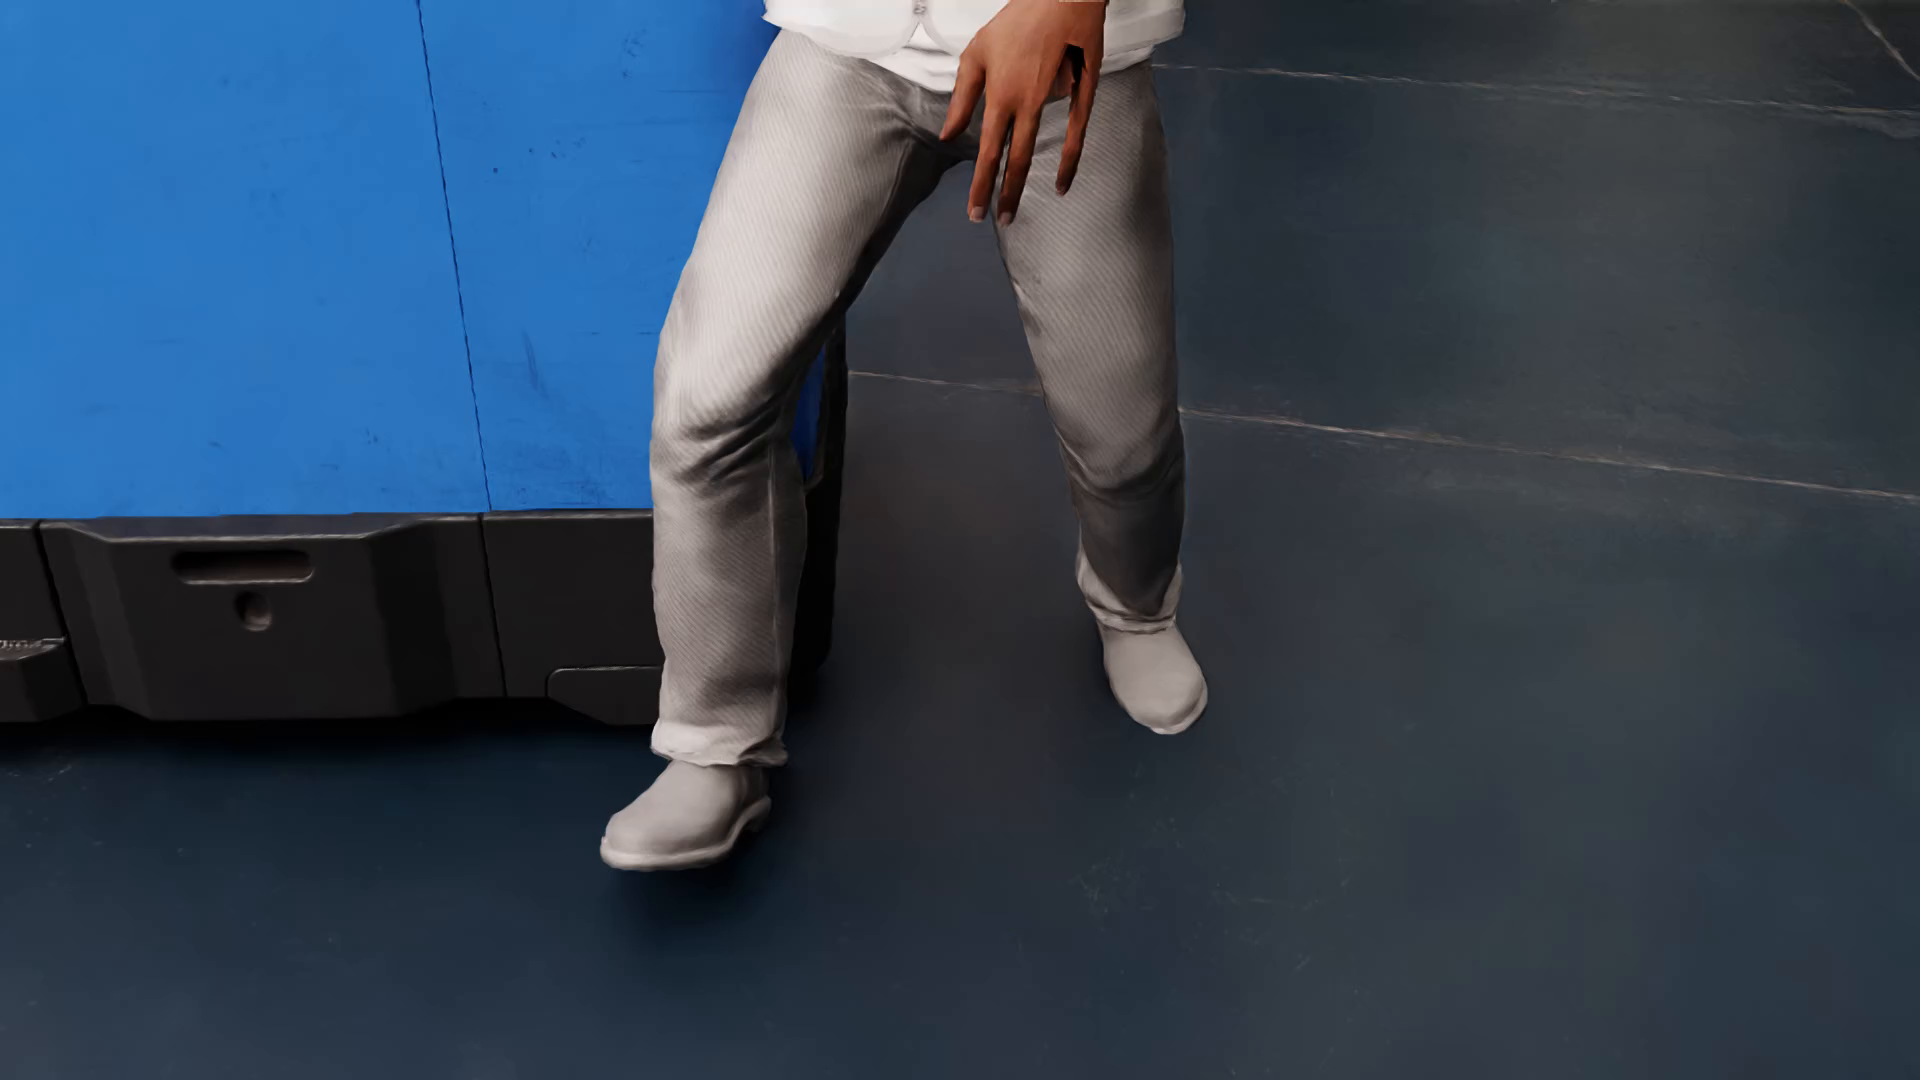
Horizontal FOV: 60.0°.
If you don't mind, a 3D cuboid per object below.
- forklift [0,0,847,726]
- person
[{"bbox_3d":[-1.691,-1.273,1.771,3.031,2.935,1.130,-1,27,-2],"label":"forklift"},{"bbox_3d":[-0.067,-0.478,1.622,0.728,1.704,0.833,7,28,14],"label":"person"}]
